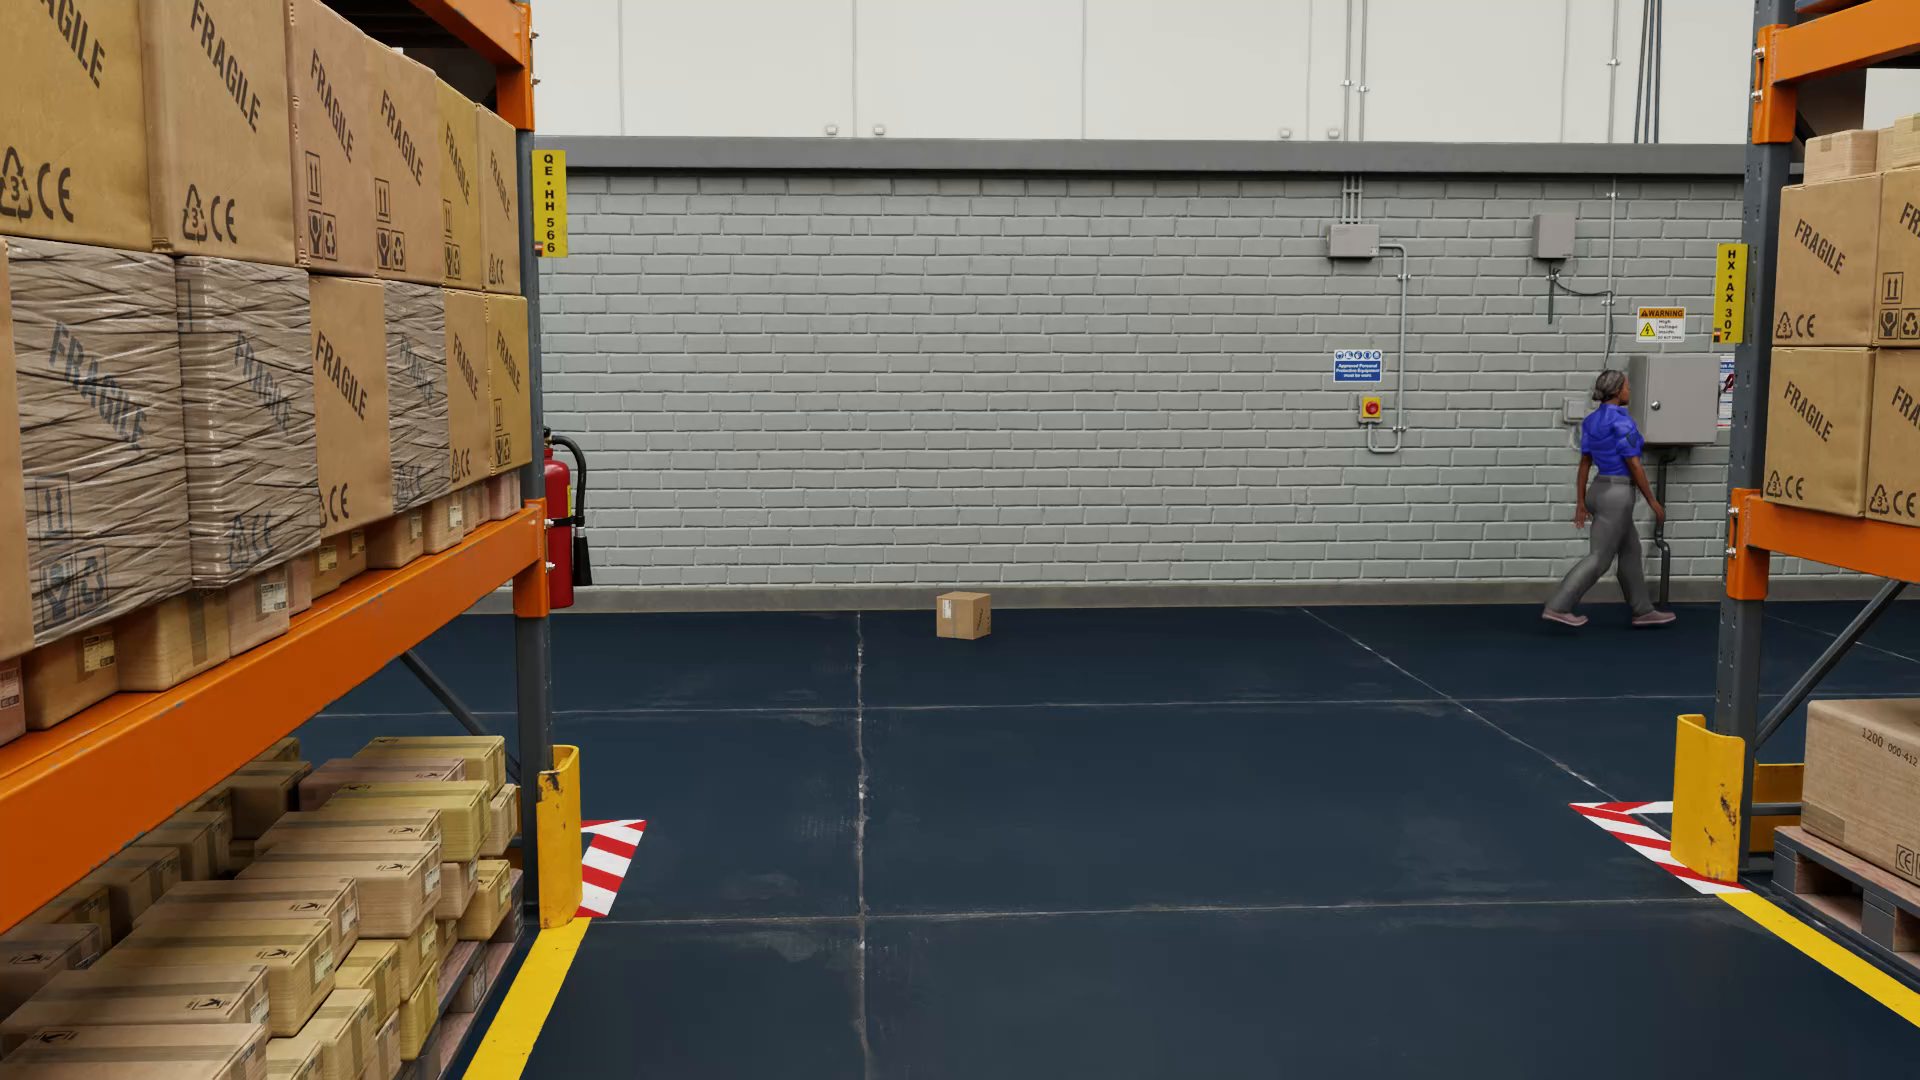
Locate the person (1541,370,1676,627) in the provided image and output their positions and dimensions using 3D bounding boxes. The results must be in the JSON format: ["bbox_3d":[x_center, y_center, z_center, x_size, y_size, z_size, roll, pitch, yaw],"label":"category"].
[{"bbox_3d":[4.055,-0.246,10.262,0.967,1.605,0.450,-1,7,-6],"label":"person"}]
